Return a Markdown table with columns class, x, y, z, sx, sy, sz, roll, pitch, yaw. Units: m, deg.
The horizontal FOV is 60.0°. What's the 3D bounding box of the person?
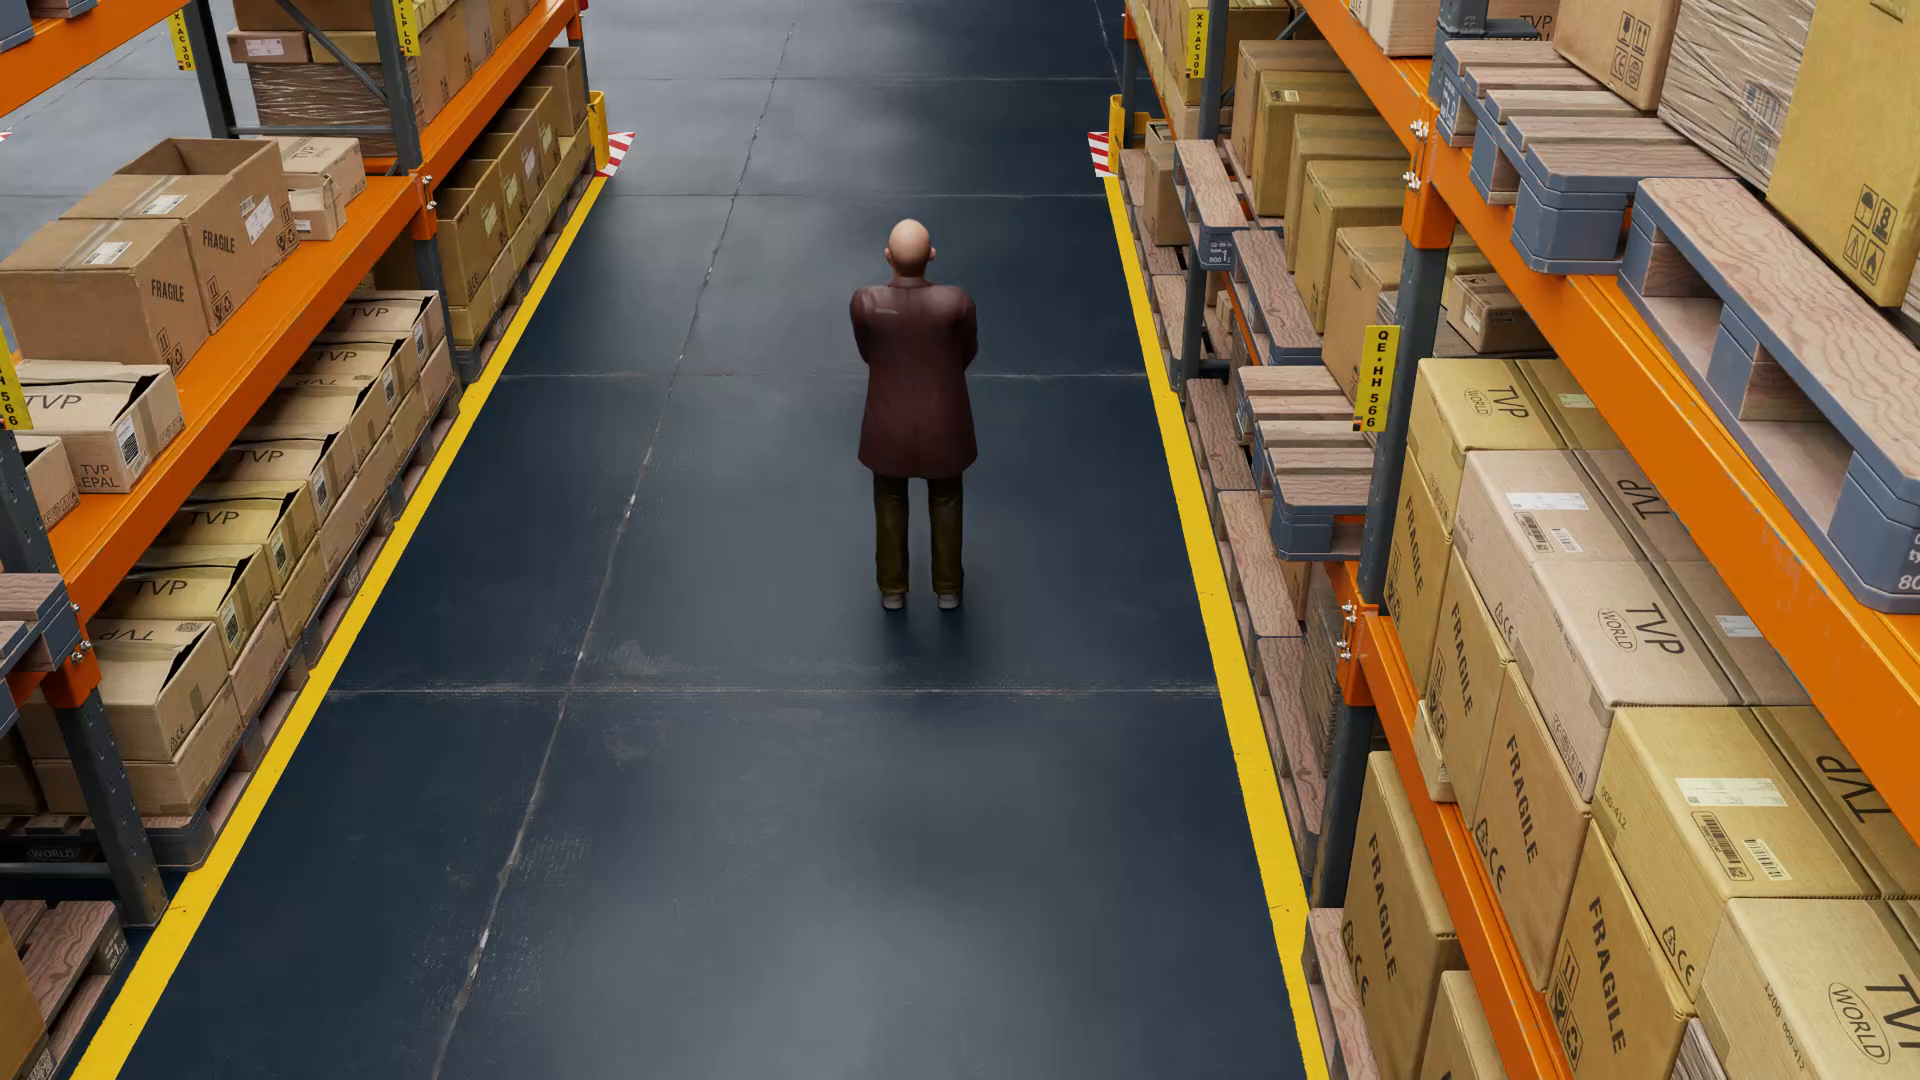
| class | x | y | z | sx | sy | sz | roll | pitch | yaw |
| --- | --- | --- | --- | --- | --- | --- | --- | --- | --- |
| person | -0.184 | -0.571 | 7.098 | 0.527 | 1.775 | 0.556 | 0 | 31 | 0 |
